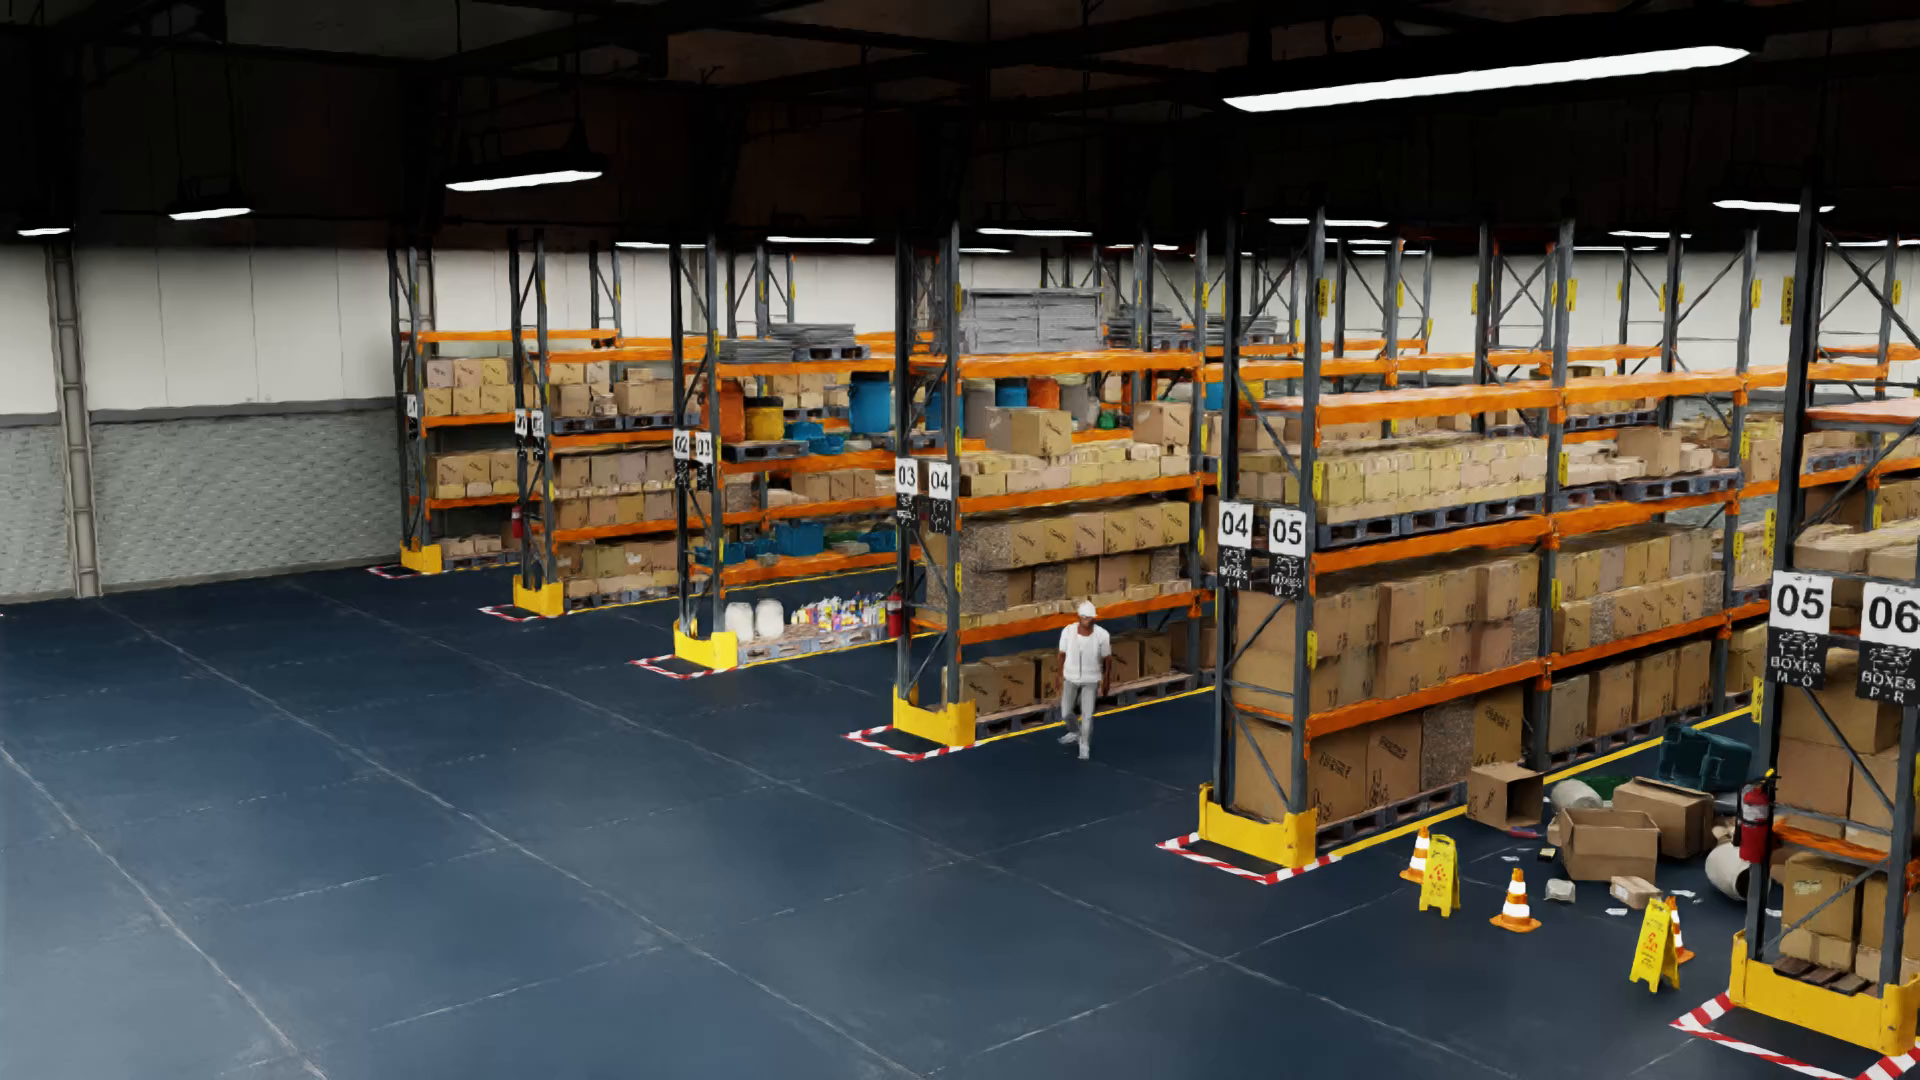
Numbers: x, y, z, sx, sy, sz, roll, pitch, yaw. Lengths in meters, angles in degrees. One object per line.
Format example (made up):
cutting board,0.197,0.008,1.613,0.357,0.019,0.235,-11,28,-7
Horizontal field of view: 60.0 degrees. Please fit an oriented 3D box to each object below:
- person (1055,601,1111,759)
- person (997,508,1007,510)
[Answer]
person,1.353,1.513,18.248,0.613,1.757,0.577,2,9,14
person,0.827,-0.431,30.754,0.521,1.763,0.597,2,9,15
